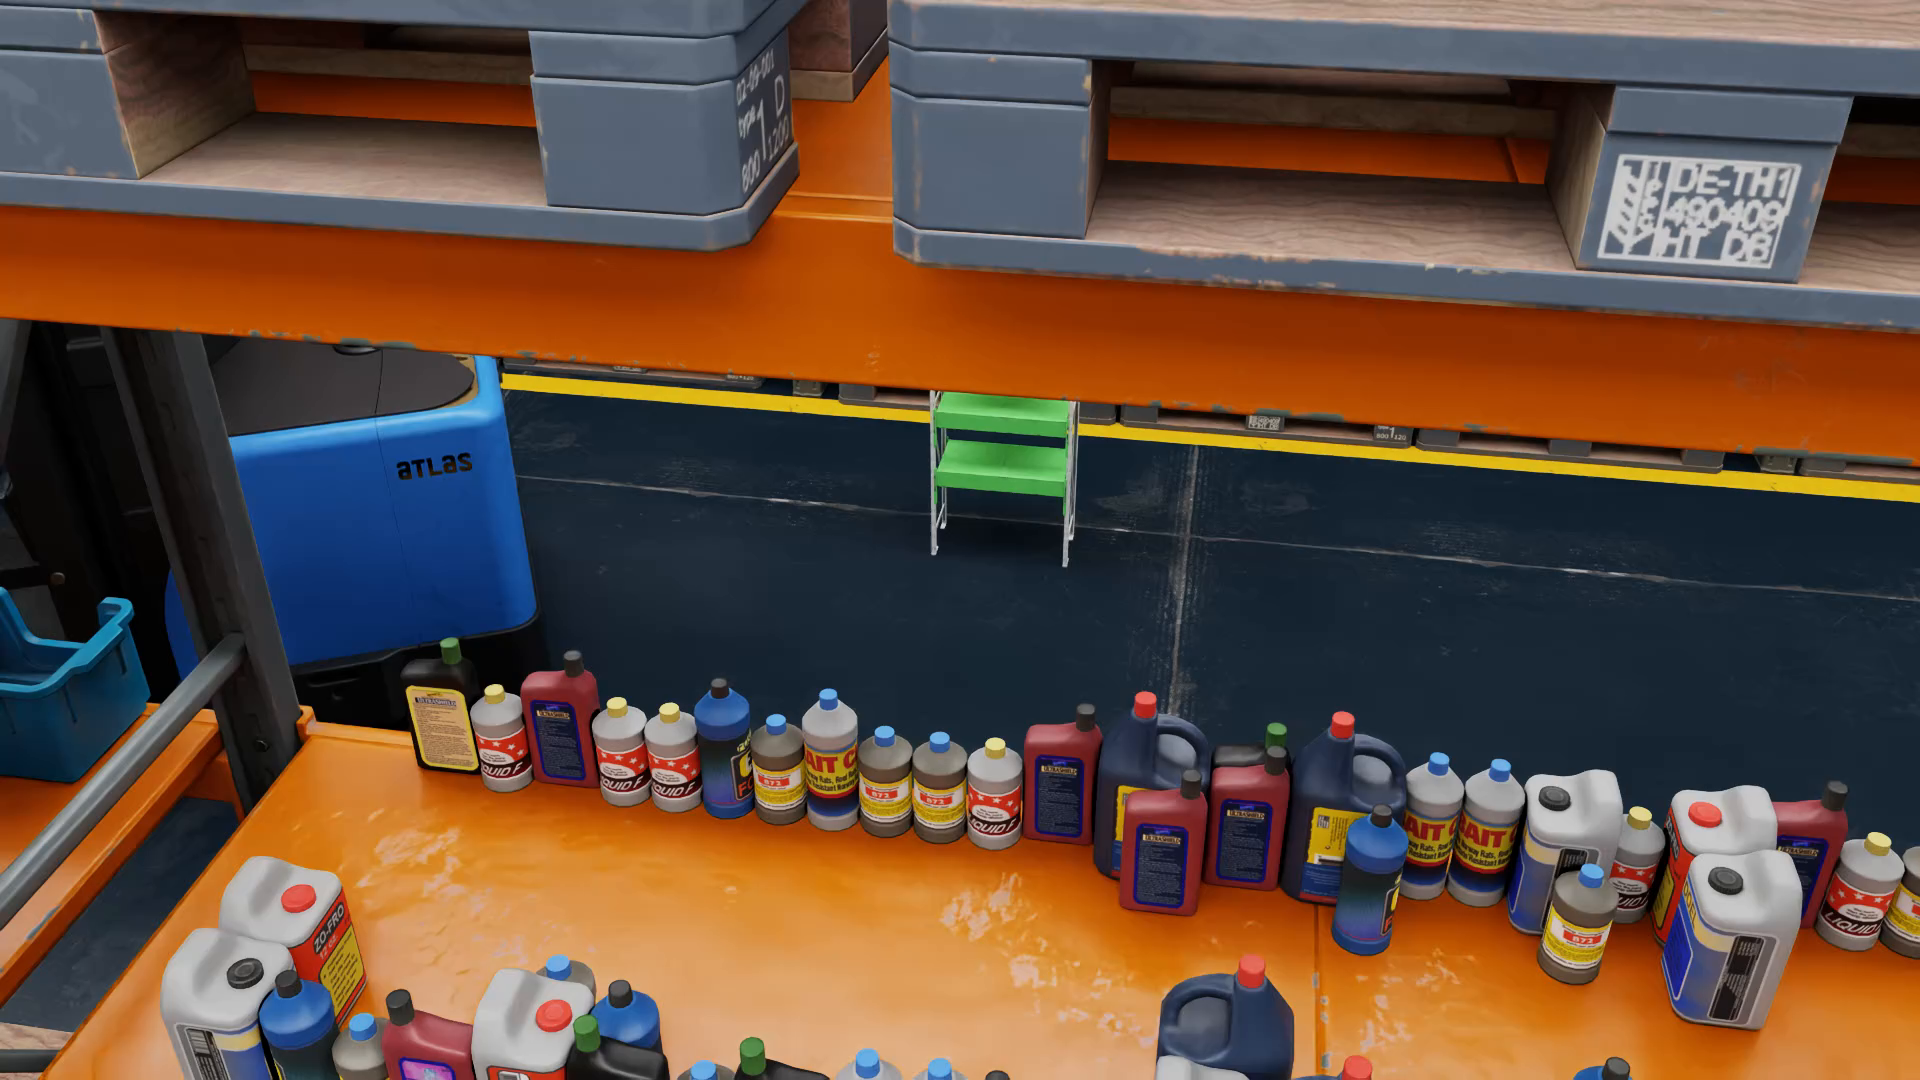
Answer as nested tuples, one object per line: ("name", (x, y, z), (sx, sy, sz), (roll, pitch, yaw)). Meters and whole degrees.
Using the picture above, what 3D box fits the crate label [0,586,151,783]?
("crate label", (-1.772, 0.275, 3.141), (0.416, 0.233, 0.303), (5, 32, 8))

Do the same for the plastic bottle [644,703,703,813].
("plastic bottle", (-0.515, 0.384, 2.997), (0.097, 0.201, 0.097), (0, 32, 0))

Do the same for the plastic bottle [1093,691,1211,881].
("plastic bottle", (0.328, 0.410, 2.815), (0.185, 0.351, 0.144), (5, 32, 8))

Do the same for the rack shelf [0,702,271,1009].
("rack shelf", (-3.391, 0.564, 3.200), (4.000, 0.370, 1.077), (5, 32, 8))

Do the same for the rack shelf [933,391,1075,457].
("rack shelf", (0.163, -0.440, 5.942), (0.480, 0.148, 0.258), (5, 32, 8))

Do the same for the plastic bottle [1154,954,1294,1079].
("plastic bottle", (0.370, 0.715, 2.327), (0.185, 0.351, 0.144), (5, 32, 8))

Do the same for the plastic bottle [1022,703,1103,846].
("plastic bottle", (0.178, 0.402, 2.890), (0.133, 0.283, 0.061), (5, 32, 8))

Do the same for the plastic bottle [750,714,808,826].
("plastic bottle", (-0.323, 0.401, 2.969), (0.097, 0.201, 0.097), (0, 32, 0))

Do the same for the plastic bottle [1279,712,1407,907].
("plastic bottle", (0.641, 0.438, 2.770), (0.185, 0.351, 0.144), (5, 32, 8))

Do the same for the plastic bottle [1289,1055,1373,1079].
("plastic bottle", (0.477, 0.806, 2.181), (0.185, 0.351, 0.144), (5, 32, 8))

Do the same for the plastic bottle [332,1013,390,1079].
("plastic bottle", (-0.842, 0.763, 2.391), (0.097, 0.201, 0.097), (0, 32, 0))

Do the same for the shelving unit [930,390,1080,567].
("shelving unit", (0.163, -0.494, 5.908), (0.503, 1.200, 0.258), (5, 32, 8))

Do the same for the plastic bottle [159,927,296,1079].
("plastic bottle", (-1.047, 0.698, 2.425), (0.135, 0.276, 0.152), (5, 32, 8))

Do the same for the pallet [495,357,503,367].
("pallet", (-2.586, -1.175, 7.928), (1.213, 0.211, 1.003), (5, 32, 8))

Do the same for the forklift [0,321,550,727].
("forklift", (-2.913, -0.734, 4.661), (3.031, 2.935, 1.130), (-9, 33, -15))

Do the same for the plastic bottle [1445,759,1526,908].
("plastic bottle", (0.880, 0.481, 2.776), (0.097, 0.271, 0.097), (0, 32, 0))

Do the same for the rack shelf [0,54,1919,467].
("rack shelf", (0.552, -0.350, 1.834), (4.000, 0.370, 1.077), (5, 32, 8))

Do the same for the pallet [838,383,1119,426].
("pallet", (0.147, -0.884, 7.464), (1.213, 0.211, 1.003), (5, 32, 8))

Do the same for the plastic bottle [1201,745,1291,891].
("plastic bottle", (0.481, 0.462, 2.794), (0.133, 0.283, 0.061), (5, 32, 8))

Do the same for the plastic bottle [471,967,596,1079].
("plastic bottle", (-0.591, 0.739, 2.359), (0.135, 0.276, 0.152), (5, 32, 8))

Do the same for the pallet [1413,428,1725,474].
("pallet", (2.552, -0.666, 7.116), (1.213, 0.211, 1.003), (5, 32, 8))

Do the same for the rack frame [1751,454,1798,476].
("rack frame", (3.361, -1.796, 6.292), (0.127, 3.000, 1.000), (5, 32, 8))

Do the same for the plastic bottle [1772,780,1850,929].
("plastic bottle", (1.358, 0.509, 2.720), (0.133, 0.283, 0.061), (5, 32, 8))

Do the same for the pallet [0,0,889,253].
("pallet", (-0.682, -0.634, 1.787), (1.213, 0.211, 1.003), (5, 32, 8))

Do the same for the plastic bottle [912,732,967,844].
("plastic bottle", (-0.035, 0.427, 2.927), (0.097, 0.201, 0.097), (0, 32, 0))

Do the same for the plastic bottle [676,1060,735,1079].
("plastic bottle", (-0.350, 0.807, 2.320), (0.097, 0.201, 0.097), (0, 32, 0))

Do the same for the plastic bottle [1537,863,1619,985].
("plastic bottle", (0.987, 0.602, 2.649), (0.097, 0.201, 0.097), (0, 32, 0))

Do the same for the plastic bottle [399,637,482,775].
("plastic bottle", (-0.949, 0.300, 3.053), (0.133, 0.283, 0.061), (5, 32, 8))

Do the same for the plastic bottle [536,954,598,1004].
("plastic bottle", (-0.589, 0.704, 2.486), (0.097, 0.201, 0.097), (0, 32, 0))

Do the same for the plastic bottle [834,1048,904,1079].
("plastic bottle", (-0.123, 0.798, 2.269), (0.097, 0.271, 0.097), (0, 32, 0))

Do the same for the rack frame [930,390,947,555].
("rack frame", (-0.077, -0.516, 5.943), (0.015, 1.200, 0.240), (5, 32, 8))

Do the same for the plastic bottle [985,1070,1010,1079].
("plastic bottle", (0.084, 0.822, 2.220), (0.133, 0.283, 0.061), (5, 32, 8))

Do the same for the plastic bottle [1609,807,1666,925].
("plastic bottle", (1.109, 0.531, 2.762), (0.097, 0.201, 0.097), (0, 32, 0))

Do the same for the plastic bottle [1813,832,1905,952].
("plastic bottle", (1.469, 0.564, 2.710), (0.097, 0.201, 0.097), (0, 32, 0))

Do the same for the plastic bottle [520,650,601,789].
("plastic bottle", (-0.721, 0.321, 3.021), (0.133, 0.283, 0.061), (5, 32, 8))
